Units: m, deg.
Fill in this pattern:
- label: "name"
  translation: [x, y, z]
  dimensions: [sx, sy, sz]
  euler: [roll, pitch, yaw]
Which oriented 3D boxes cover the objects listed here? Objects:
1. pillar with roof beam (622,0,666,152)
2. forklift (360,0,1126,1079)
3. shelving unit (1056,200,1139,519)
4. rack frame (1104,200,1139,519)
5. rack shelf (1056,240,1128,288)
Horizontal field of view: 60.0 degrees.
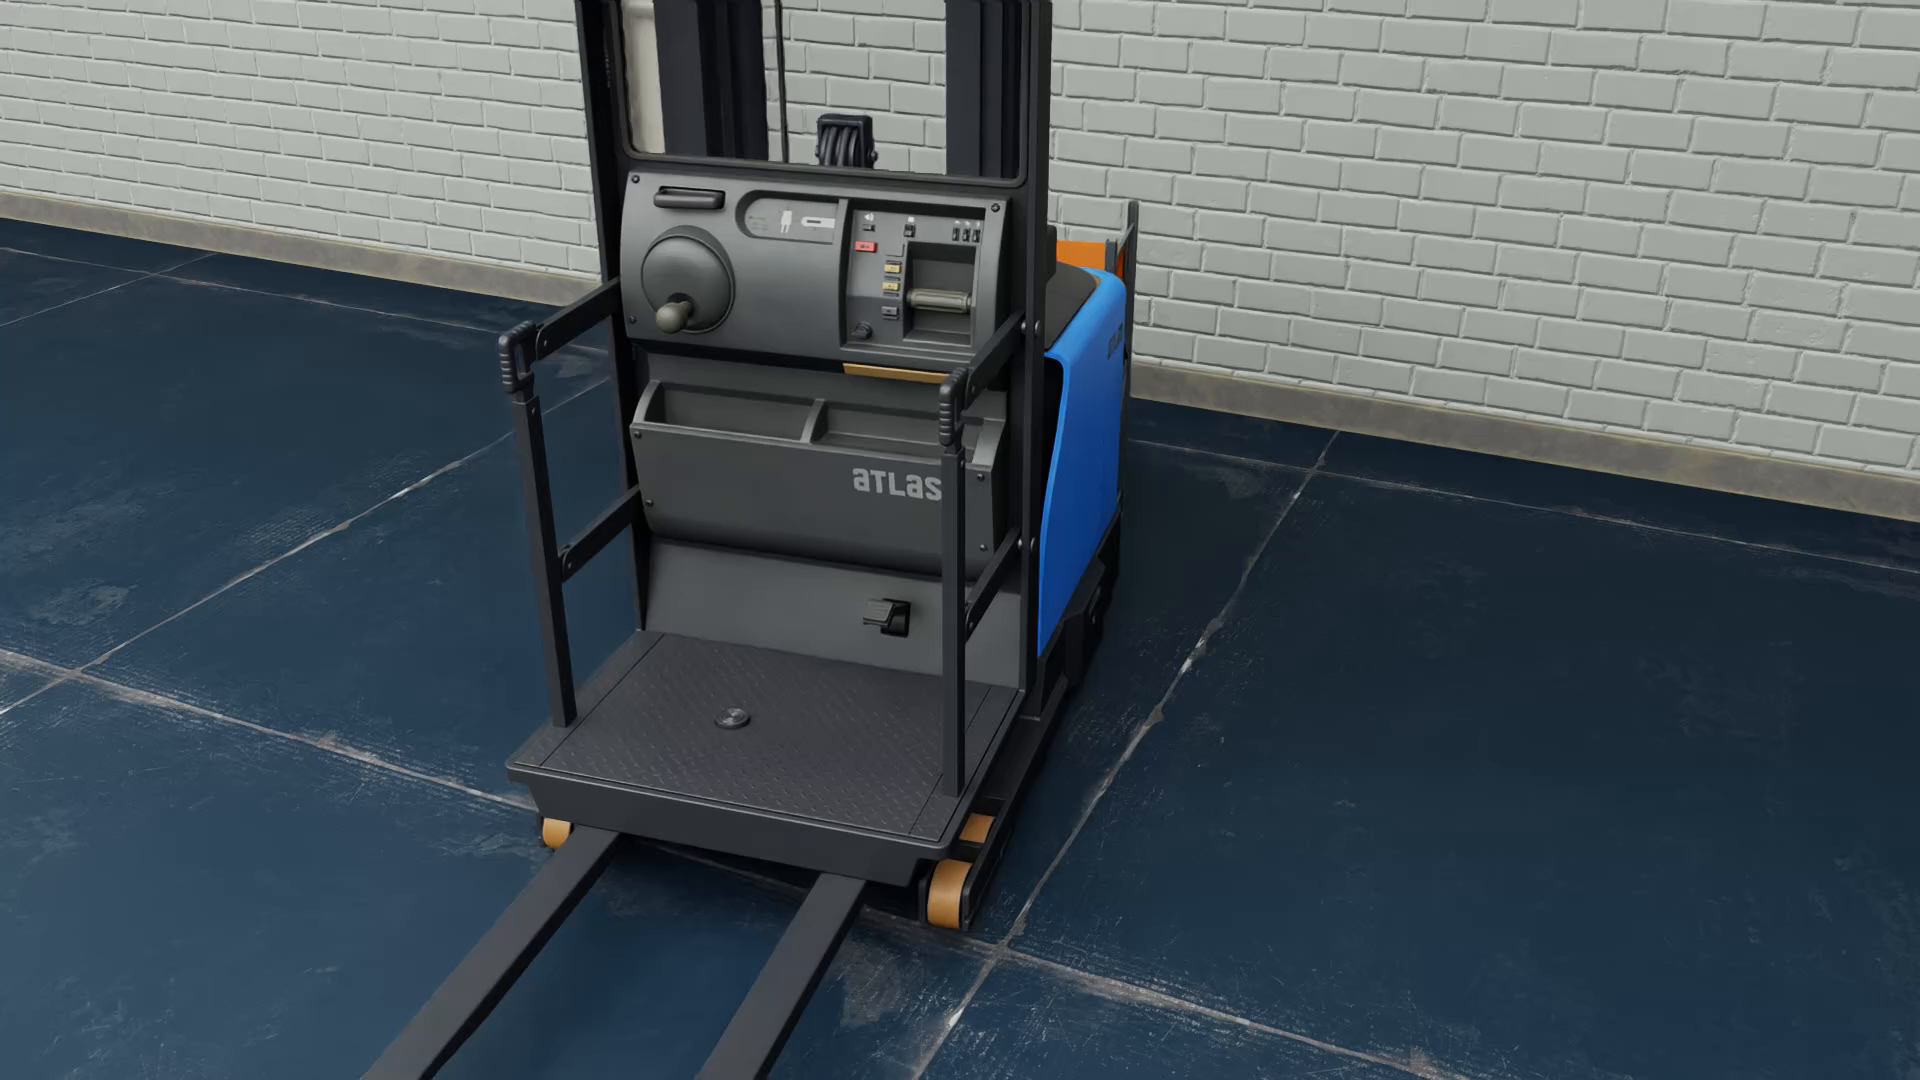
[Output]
- label: "pillar with roof beam"
  translation: [-3.048, -3.245, 2.153]
  dimensions: [0.400, 9.000, 9.100]
  euler: [11, 28, 22]
- label: "forklift"
  translation: [-0.410, -0.598, 3.647]
  dimensions: [1.130, 2.935, 3.031]
  euler: [8, 27, 15]
- label: "shelving unit"
  translation: [0.021, -0.558, 5.609]
  dimensions: [1.048, 1.125, 0.538]
  euler: [6, 27, 12]
- label: "rack frame"
  translation: [0.515, -0.504, 5.501]
  dimensions: [0.032, 1.125, 0.500]
  euler: [6, 27, 12]
- label: "rack shelf"
  translation: [0.021, -0.820, 5.480]
  dimensions: [1.000, 0.278, 0.538]
  euler: [6, 27, 12]
